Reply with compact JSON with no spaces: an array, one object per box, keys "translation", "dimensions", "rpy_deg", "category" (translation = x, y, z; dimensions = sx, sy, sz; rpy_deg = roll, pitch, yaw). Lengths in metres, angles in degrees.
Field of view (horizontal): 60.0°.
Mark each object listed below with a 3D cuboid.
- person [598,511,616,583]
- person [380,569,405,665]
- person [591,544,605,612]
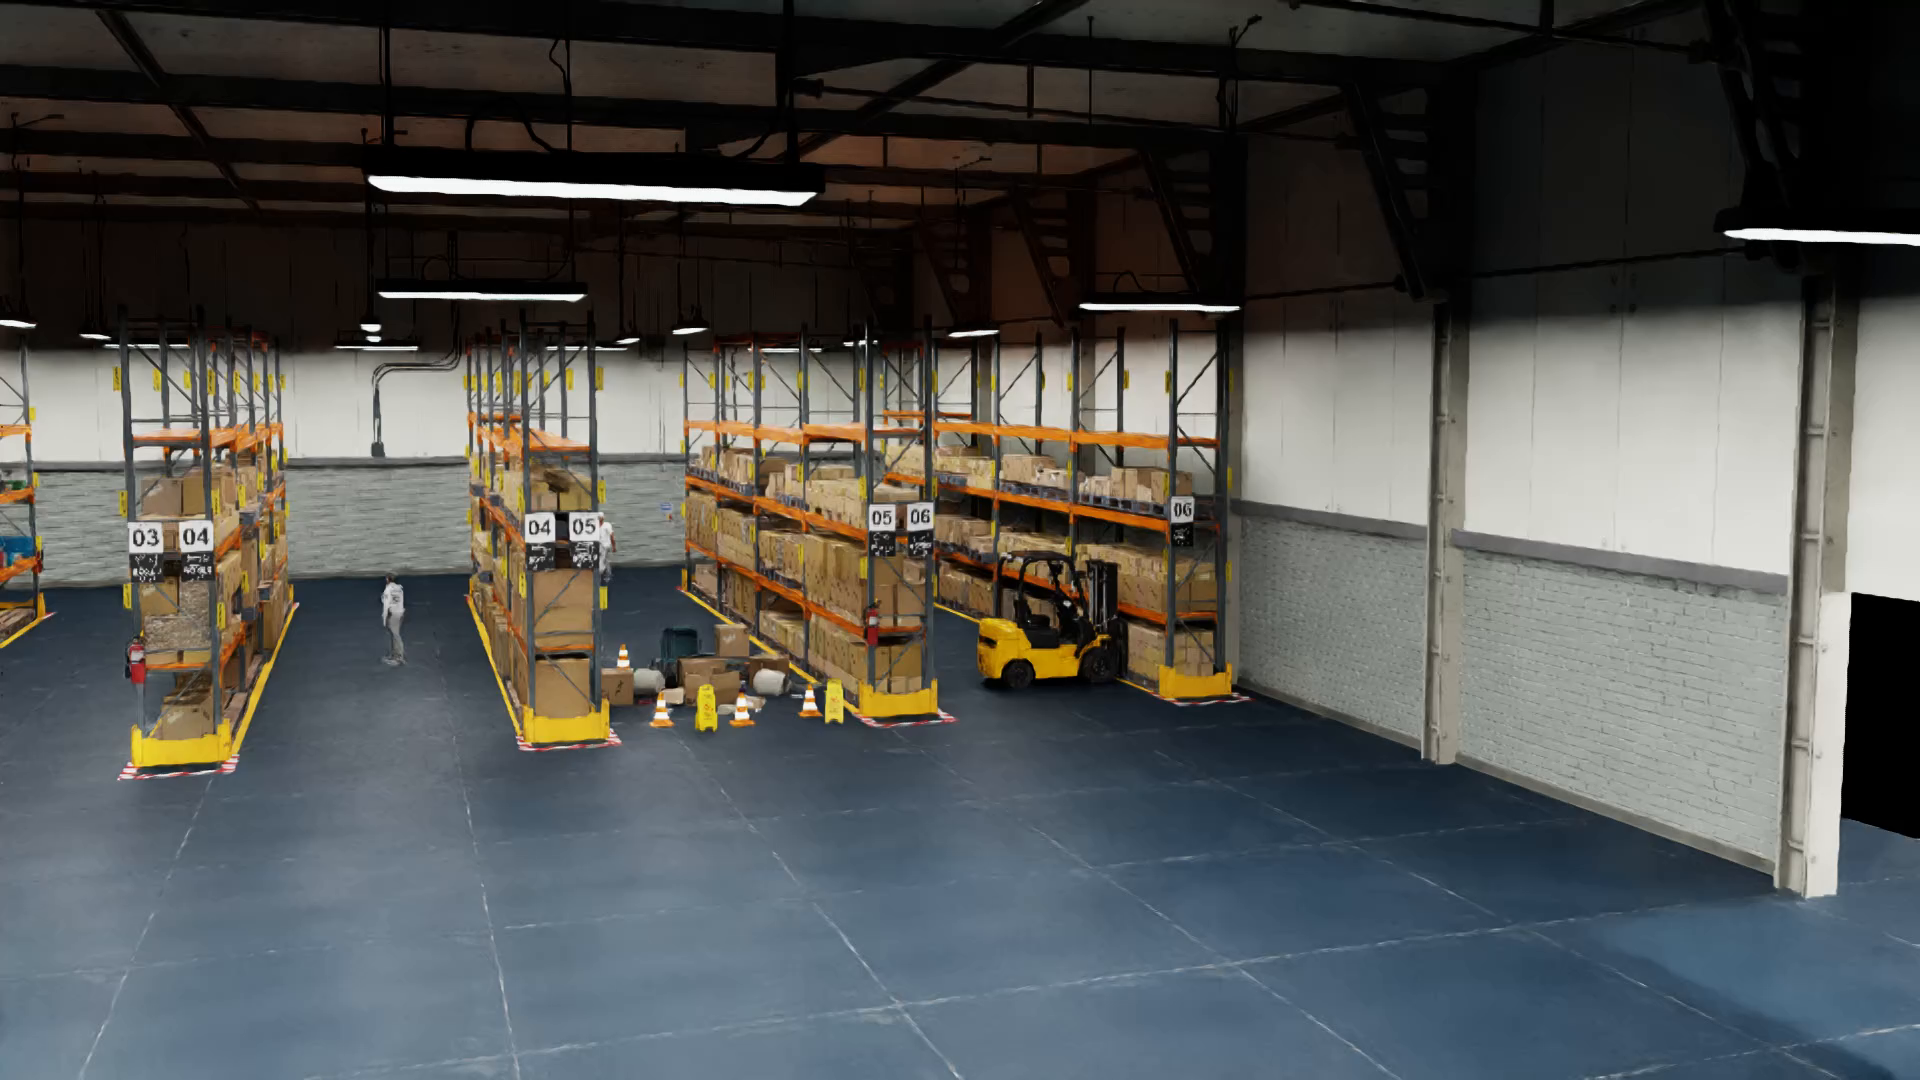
[{"translation":[-8.950,0.161,41.797],"dimensions":[0.651,1.770,0.494],"rpy_deg":[4,7,34],"category":"person"},{"translation":[-10.105,1.354,29.585],"dimensions":[0.545,1.665,0.571],"rpy_deg":[1,5,8],"category":"person"},{"translation":[-8.041,0.668,36.383],"dimensions":[0.578,1.746,0.655],"rpy_deg":[1,6,10],"category":"person"}]
